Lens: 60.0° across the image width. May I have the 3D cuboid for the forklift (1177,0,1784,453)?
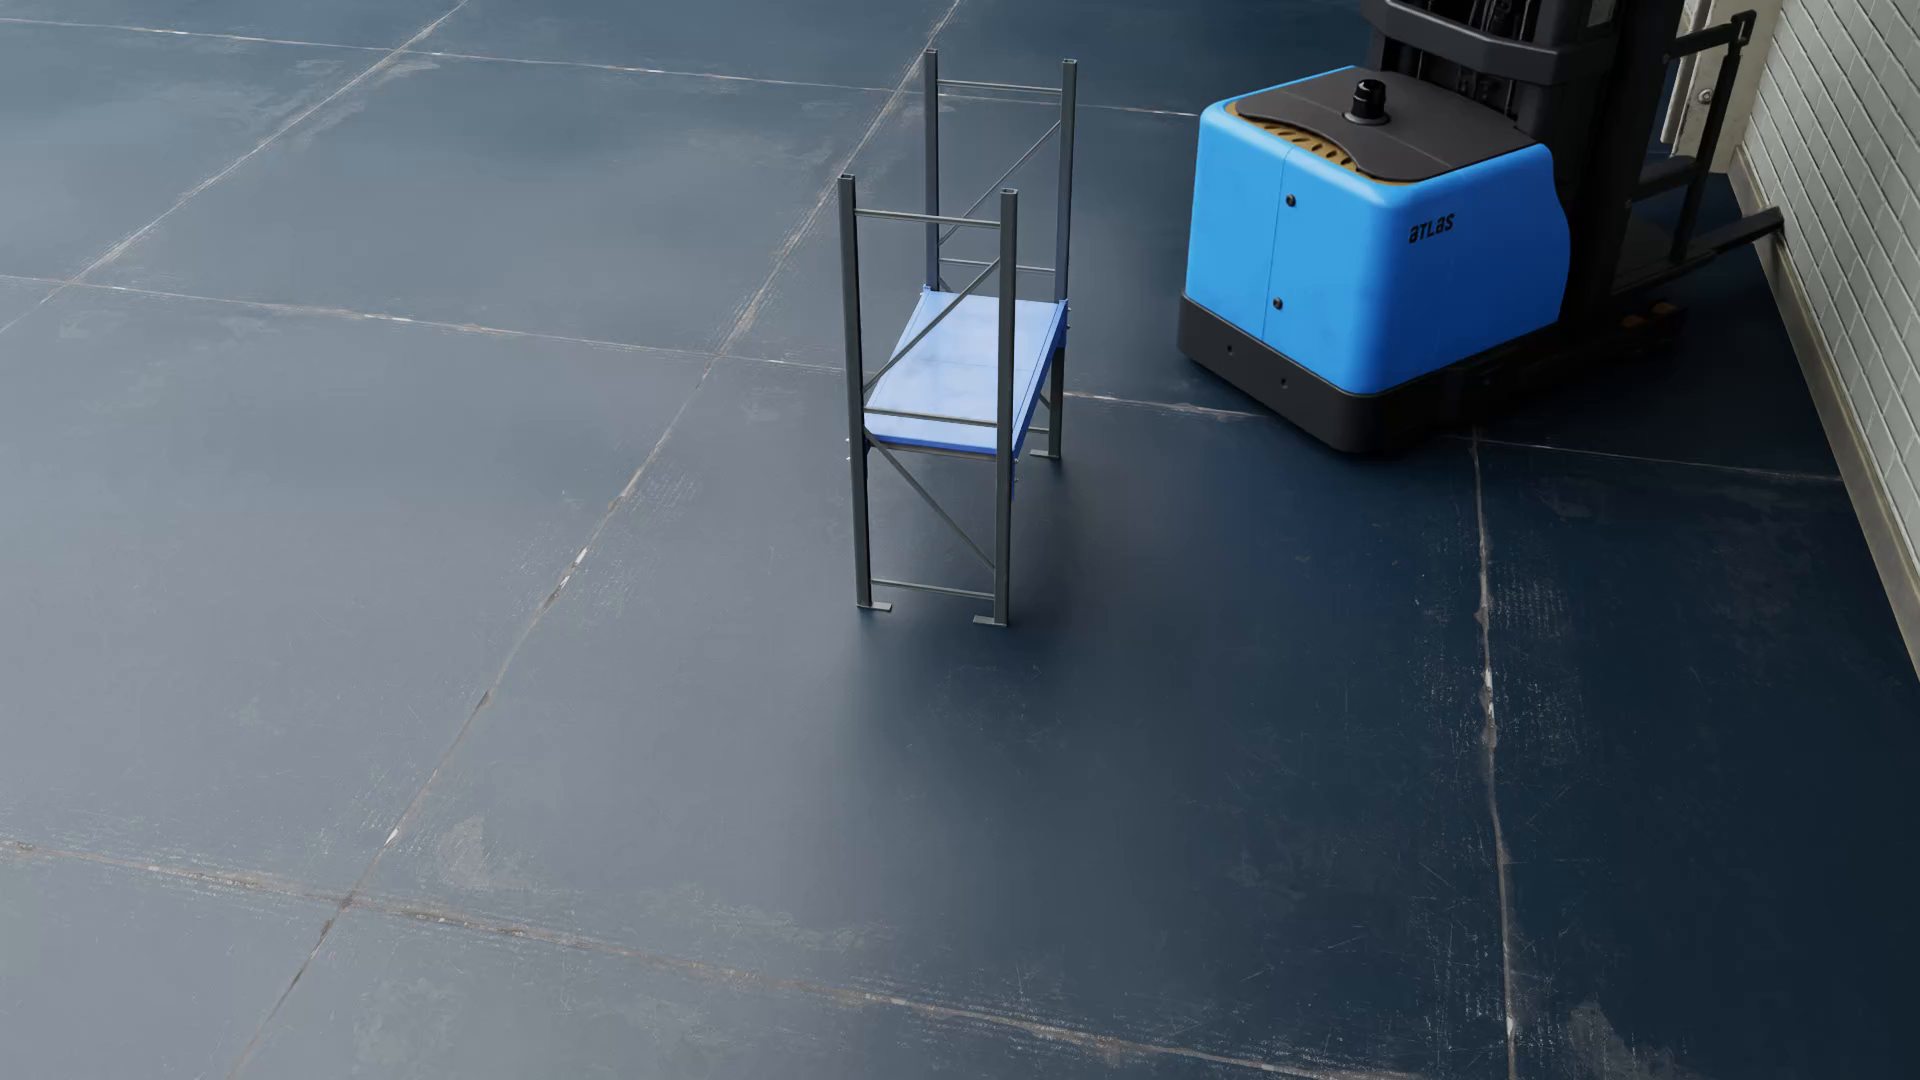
[{"bbox_3d":[2.383,-2.171,6.248,3.031,2.935,1.130,-22,41,-27],"label":"forklift"}]

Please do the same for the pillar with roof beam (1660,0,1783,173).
[{"bbox_3d":[-0.466,-6.134,6.545,9.100,9.000,0.400,7,37,10],"label":"pillar with roof beam"}]

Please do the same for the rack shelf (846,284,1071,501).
[{"bbox_3d":[0.018,-0.511,5.483,0.538,0.185,1.000,7,37,10],"label":"rack shelf"}]

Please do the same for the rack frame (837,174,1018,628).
[{"bbox_3d":[-0.090,-0.365,4.975,0.500,1.500,0.032,7,37,10],"label":"rack frame"}]

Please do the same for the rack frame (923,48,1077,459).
[{"bbox_3d":[0.127,-0.948,5.779,0.500,1.500,0.032,7,37,10],"label":"rack frame"}]

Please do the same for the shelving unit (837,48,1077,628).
[{"bbox_3d":[0.018,-0.656,5.377,0.538,1.500,1.048,7,37,10],"label":"shelving unit"}]
